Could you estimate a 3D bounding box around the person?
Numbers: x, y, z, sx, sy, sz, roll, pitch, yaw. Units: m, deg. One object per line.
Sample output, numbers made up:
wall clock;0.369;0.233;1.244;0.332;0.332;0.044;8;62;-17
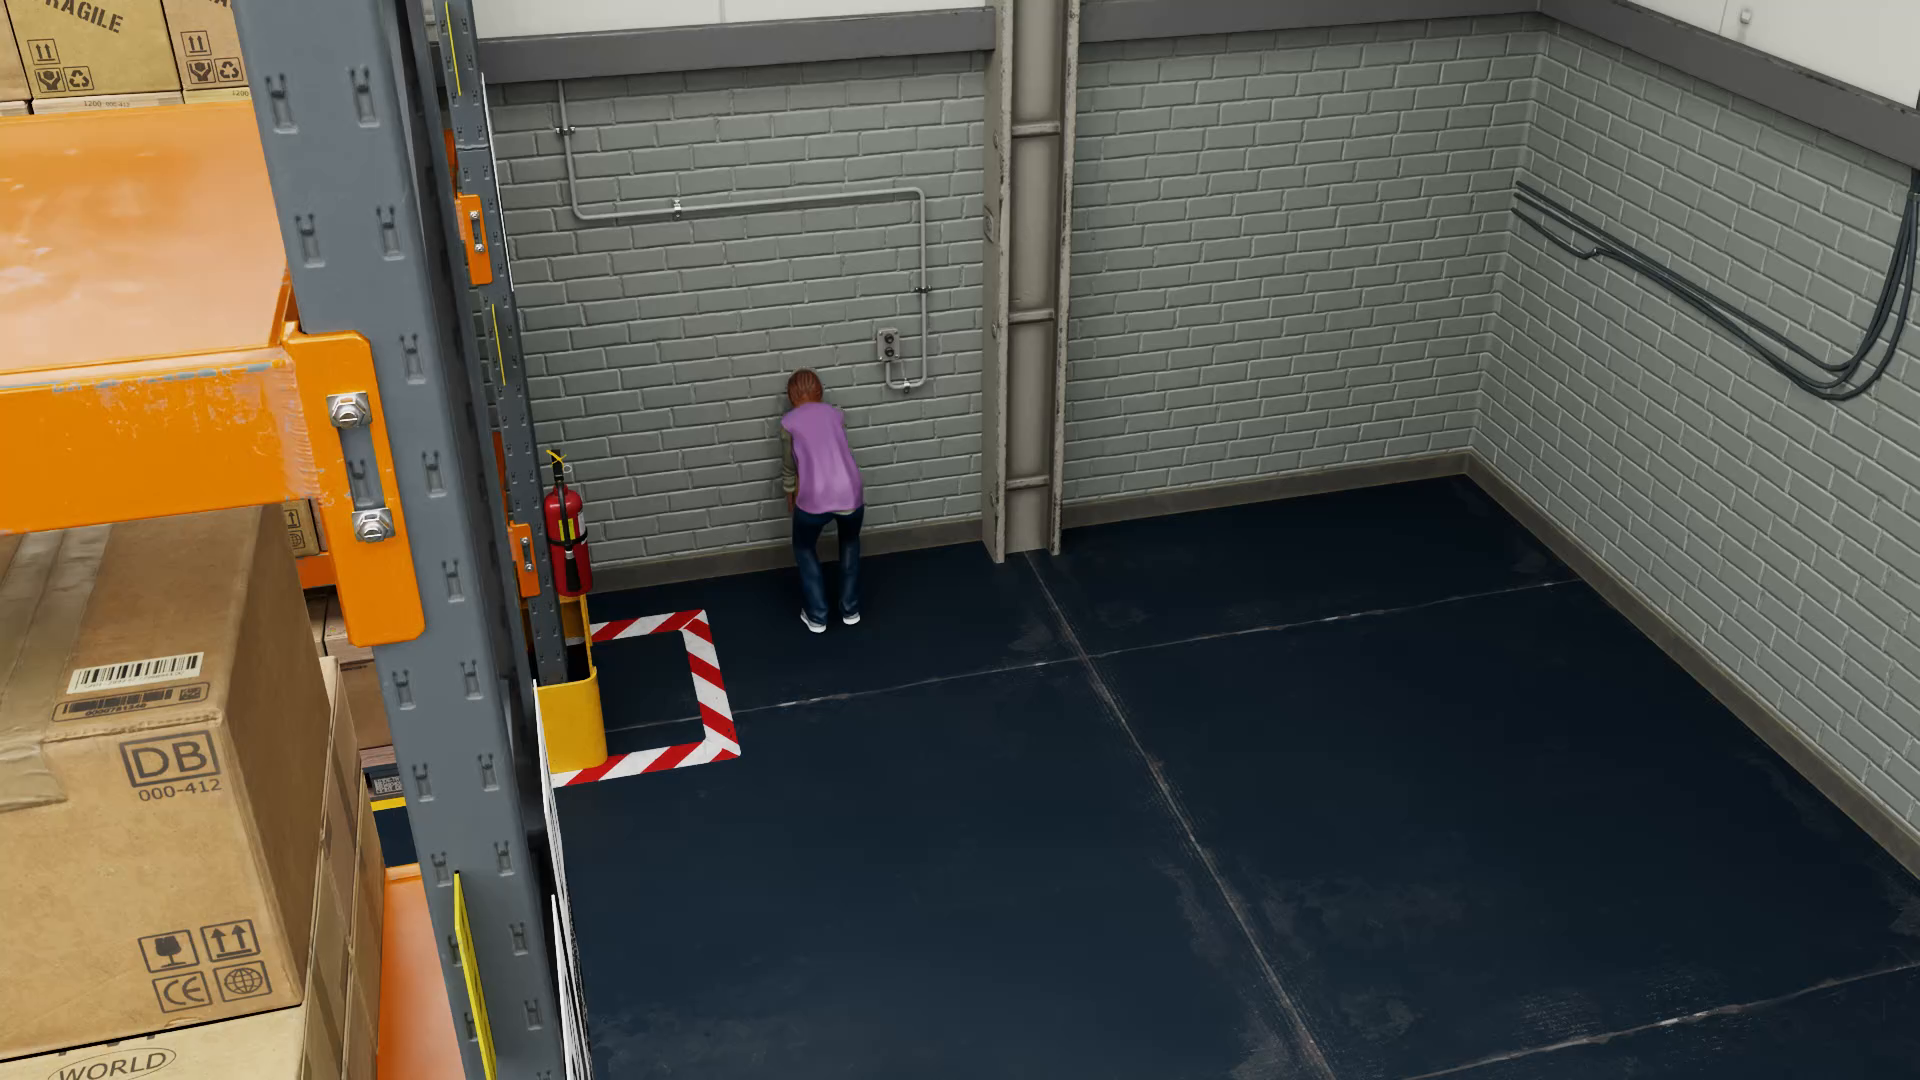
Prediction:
person;-0.740;-0.191;8.877;0.382;1.278;0.780;-9;32;-15
